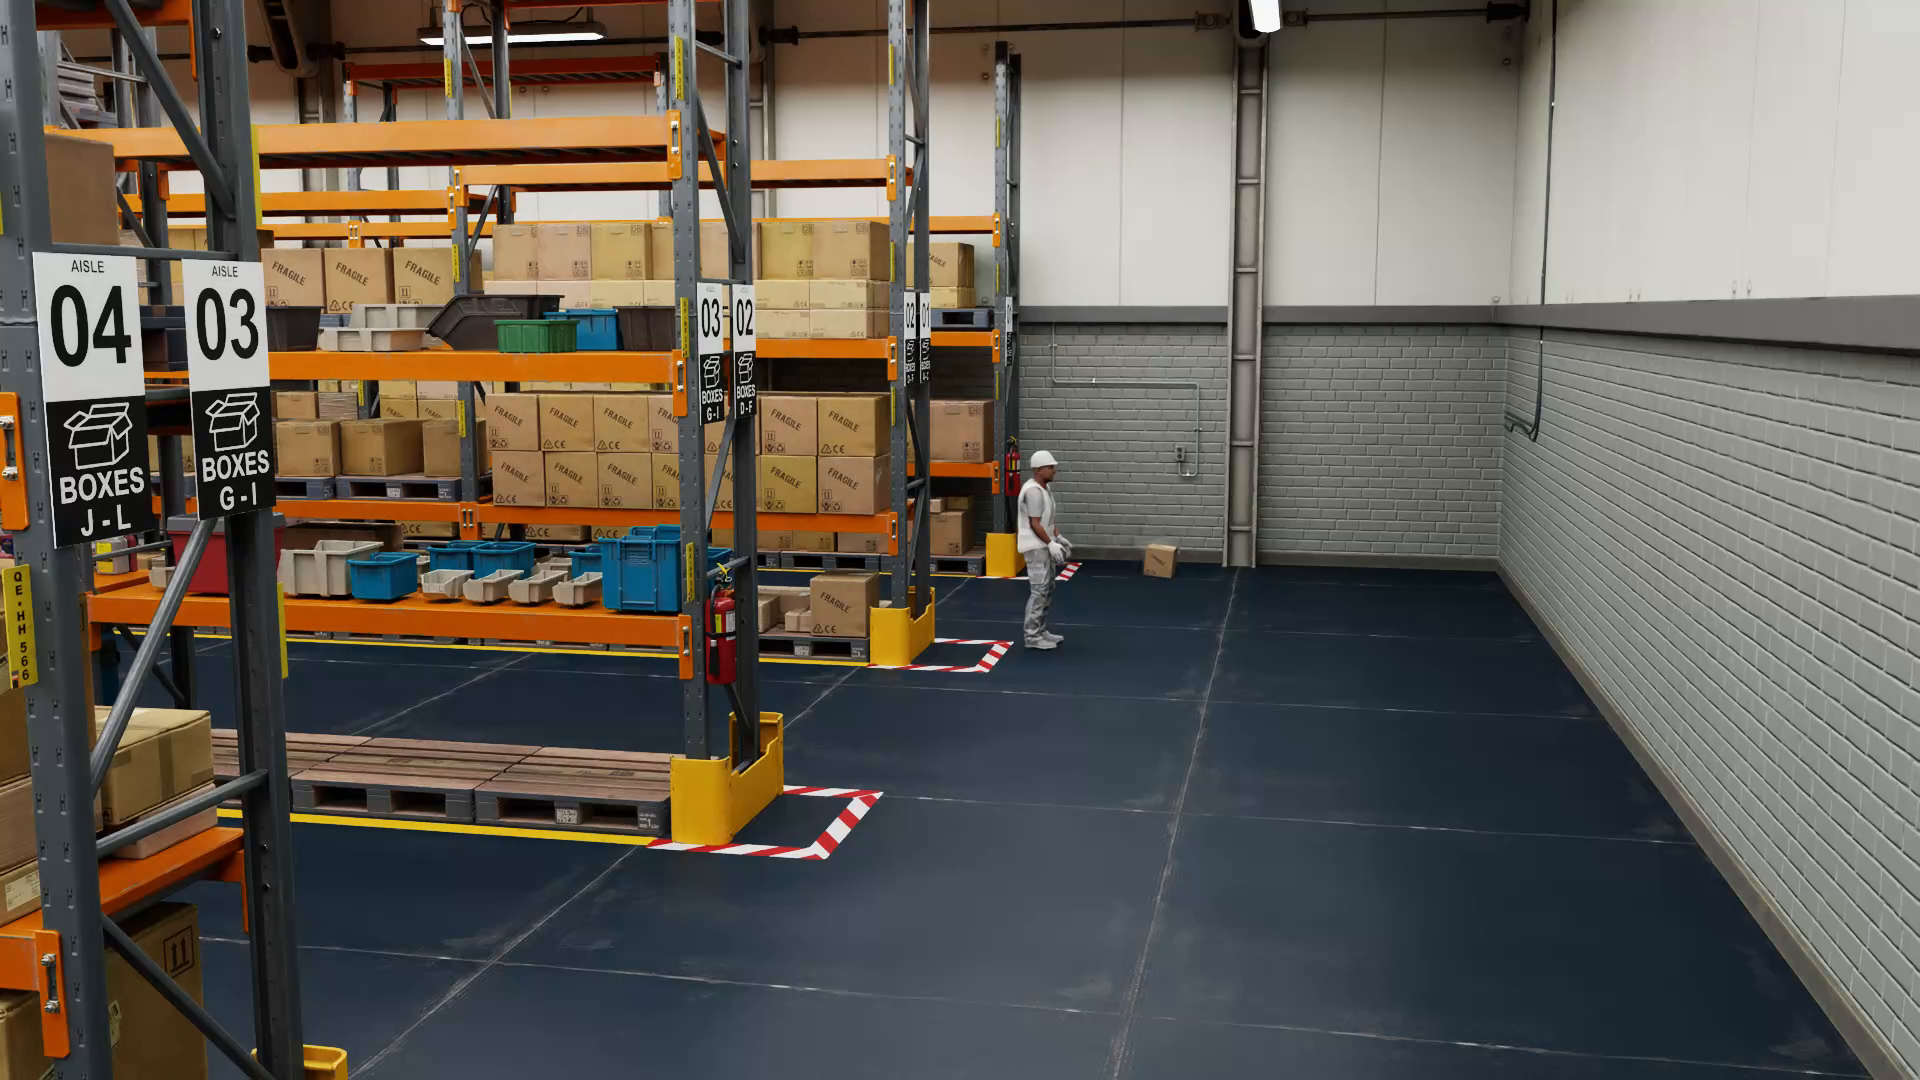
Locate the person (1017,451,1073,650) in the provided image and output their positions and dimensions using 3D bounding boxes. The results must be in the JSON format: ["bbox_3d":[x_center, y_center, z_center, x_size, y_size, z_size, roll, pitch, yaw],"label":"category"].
[{"bbox_3d":[0.765,0.080,15.147,0.469,1.787,0.555,2,8,15],"label":"person"}]
